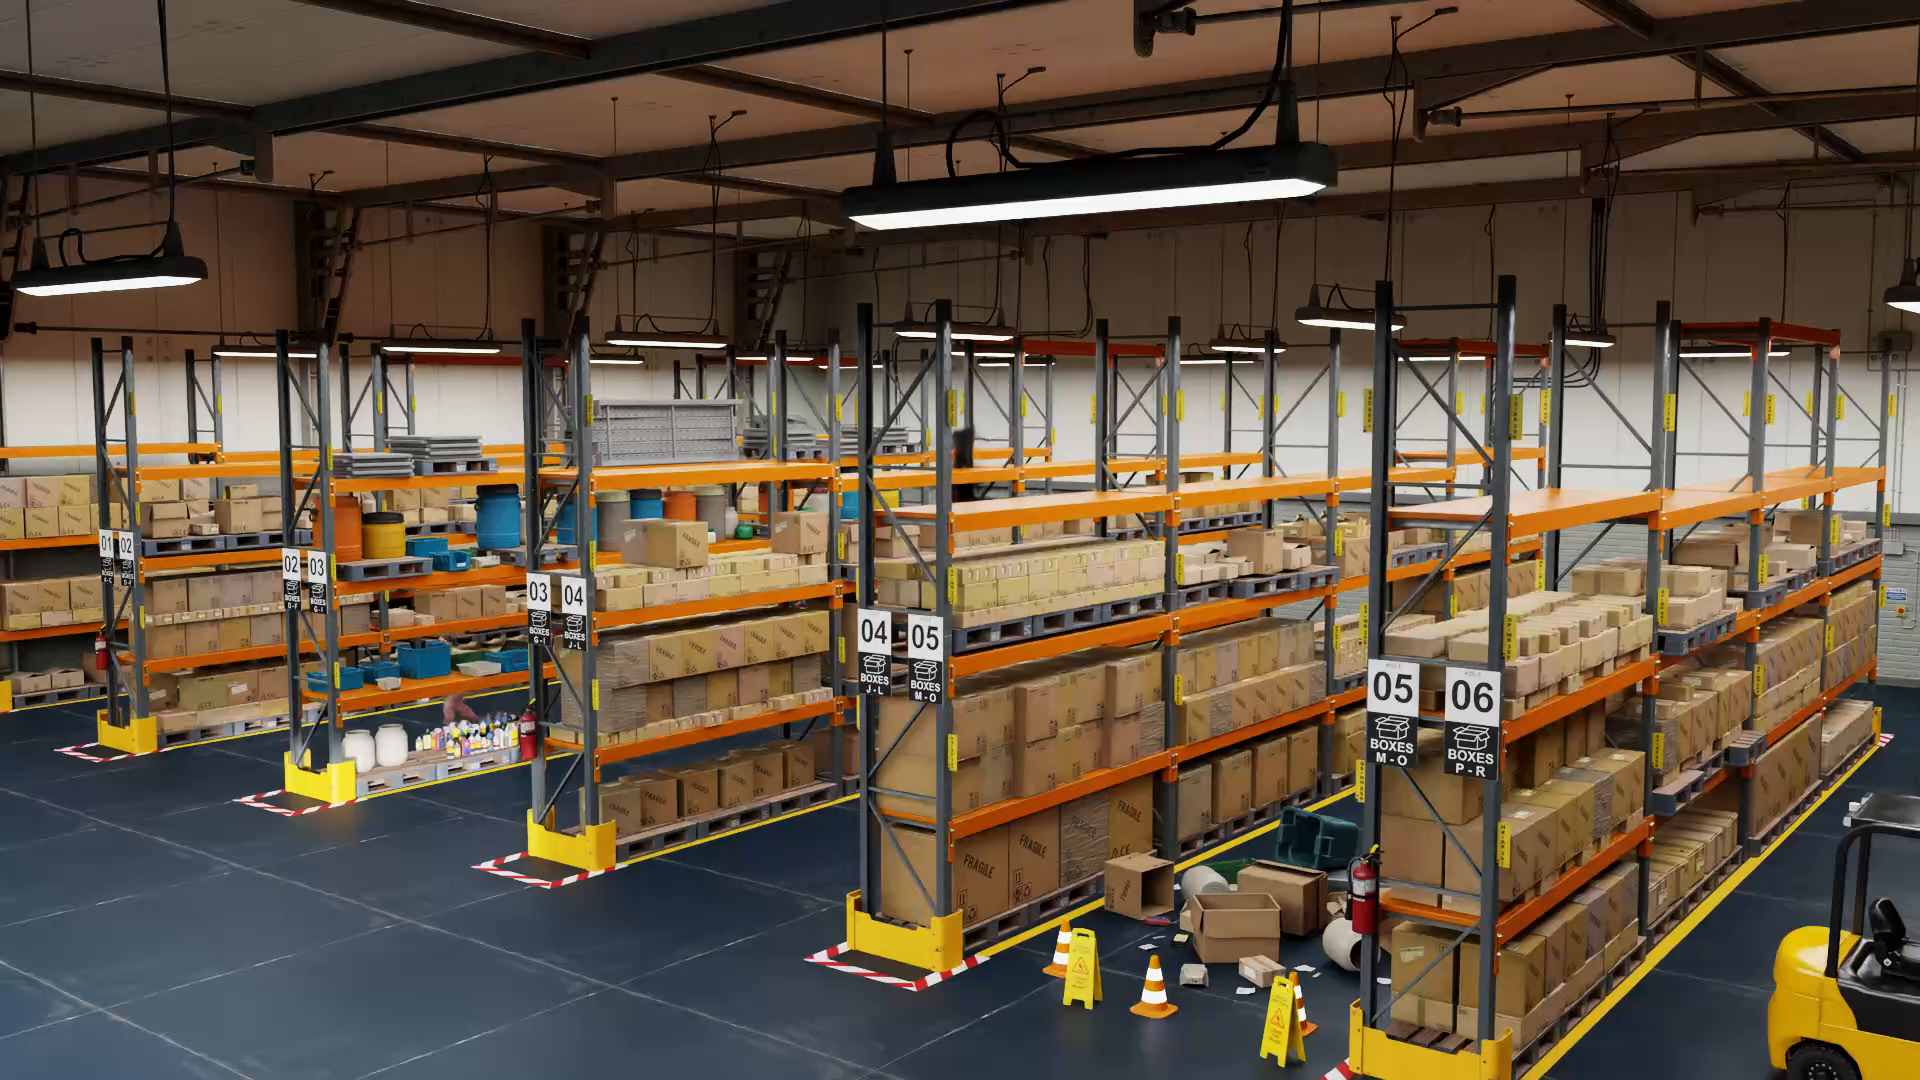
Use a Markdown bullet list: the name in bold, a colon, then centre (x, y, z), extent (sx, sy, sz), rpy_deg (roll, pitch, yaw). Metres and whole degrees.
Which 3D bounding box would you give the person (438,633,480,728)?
- **person**: centre (-7.523, 2.182, 24.872), extent (0.572, 1.639, 0.937), rpy_deg (3, 6, 32)
